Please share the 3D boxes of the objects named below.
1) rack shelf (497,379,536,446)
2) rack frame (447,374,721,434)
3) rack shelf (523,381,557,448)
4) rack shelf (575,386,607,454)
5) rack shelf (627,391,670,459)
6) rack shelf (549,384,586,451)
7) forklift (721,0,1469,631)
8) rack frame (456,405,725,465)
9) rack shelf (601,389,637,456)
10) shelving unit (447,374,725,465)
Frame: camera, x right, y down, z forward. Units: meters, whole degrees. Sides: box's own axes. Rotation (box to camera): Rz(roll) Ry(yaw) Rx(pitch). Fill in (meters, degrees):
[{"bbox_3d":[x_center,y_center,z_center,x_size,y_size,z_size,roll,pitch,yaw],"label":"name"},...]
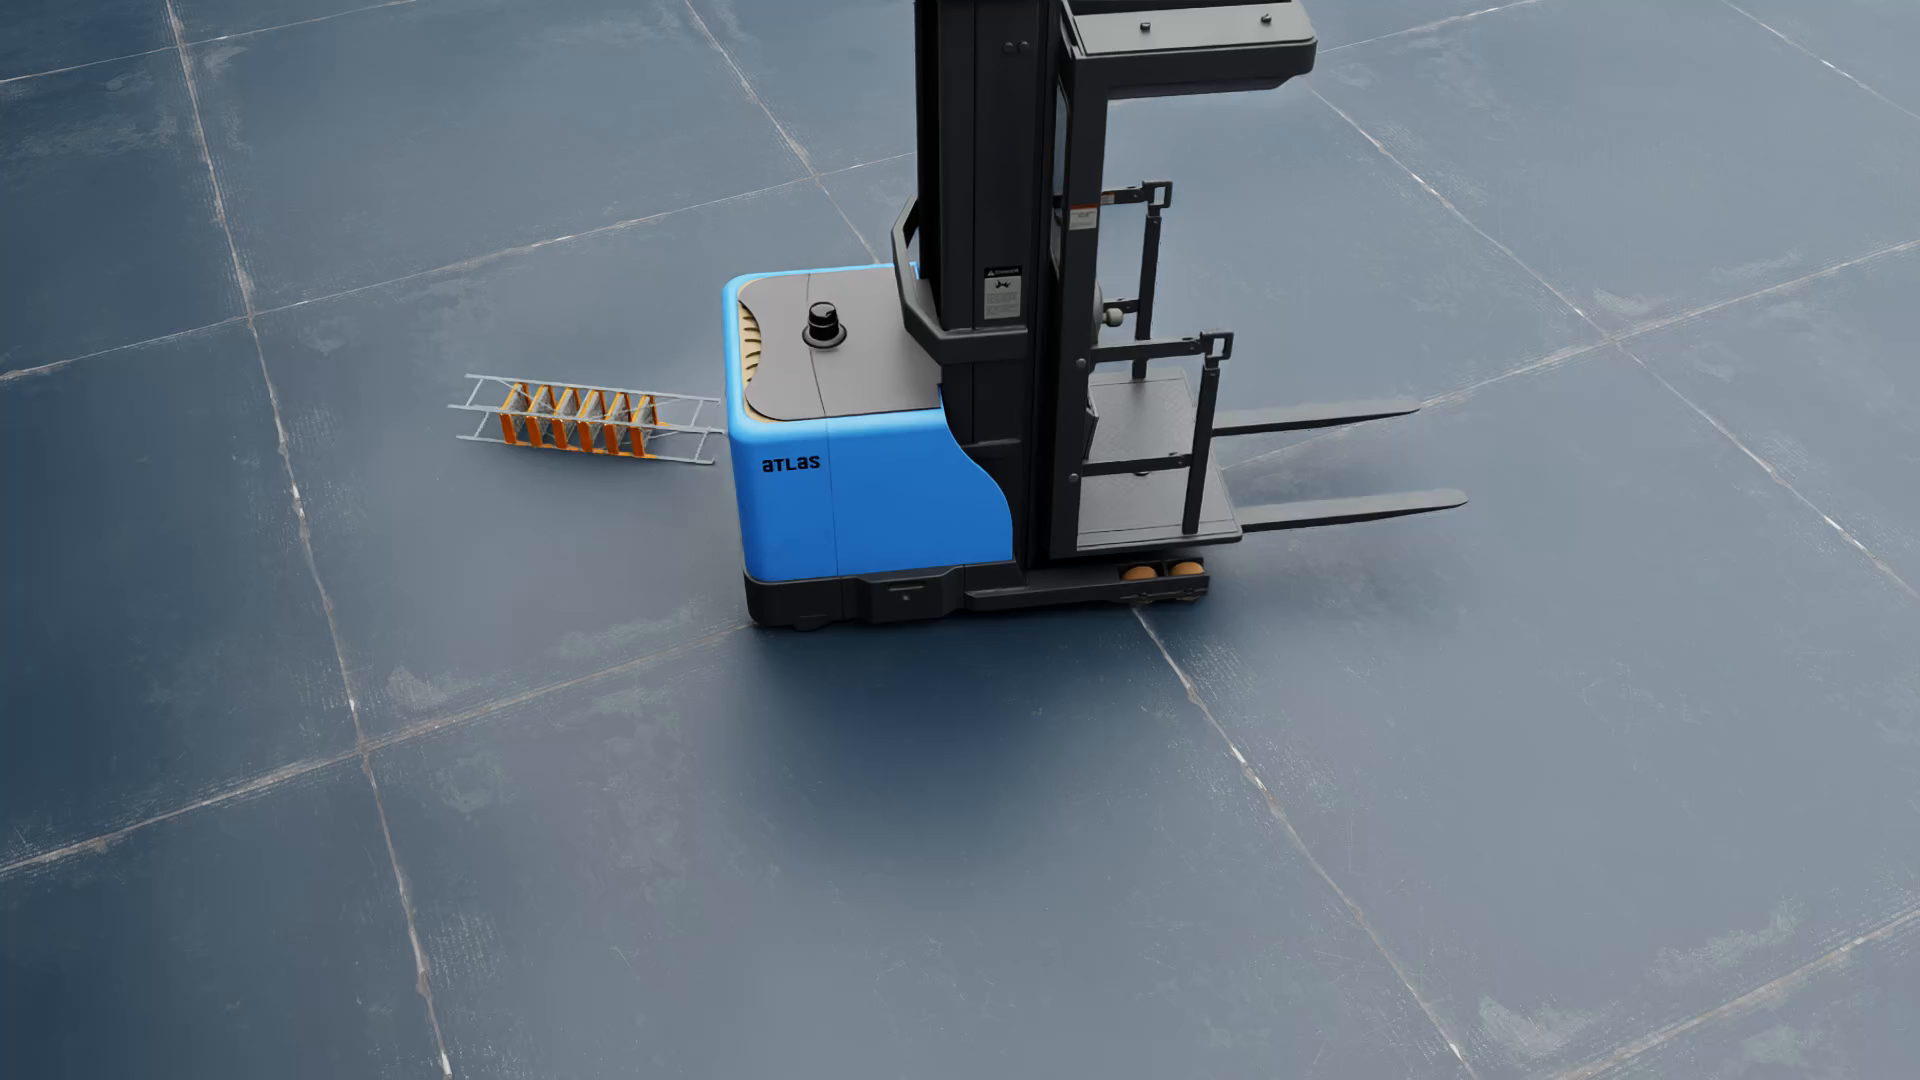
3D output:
[{"bbox_3d":[-1.999,-0.581,7.570,0.103,0.180,0.258,6,45,6],"label":"rack shelf"},{"bbox_3d":[-1.687,-0.614,7.473,1.200,0.006,0.240,6,45,6],"label":"rack frame"},{"bbox_3d":[-1.880,-0.569,7.558,0.103,0.180,0.258,6,45,6],"label":"rack shelf"},{"bbox_3d":[-1.643,-0.544,7.532,0.103,0.180,0.258,6,45,6],"label":"rack shelf"},{"bbox_3d":[-1.405,-0.519,7.507,0.103,0.180,0.258,6,45,6],"label":"rack shelf"},{"bbox_3d":[-1.761,-0.556,7.545,0.103,0.180,0.258,6,45,6],"label":"rack shelf"},{"bbox_3d":[0.589,-1.141,6.188,3.031,2.935,1.130,-5,45,-5],"label":"forklift"},{"bbox_3d":[-1.687,-0.483,7.601,1.200,0.006,0.240,6,45,6],"label":"rack frame"},{"bbox_3d":[-1.524,-0.531,7.519,0.103,0.180,0.258,6,45,6],"label":"rack shelf"},{"bbox_3d":[-1.687,-0.548,7.537,1.200,0.189,0.258,6,45,6],"label":"shelving unit"}]
